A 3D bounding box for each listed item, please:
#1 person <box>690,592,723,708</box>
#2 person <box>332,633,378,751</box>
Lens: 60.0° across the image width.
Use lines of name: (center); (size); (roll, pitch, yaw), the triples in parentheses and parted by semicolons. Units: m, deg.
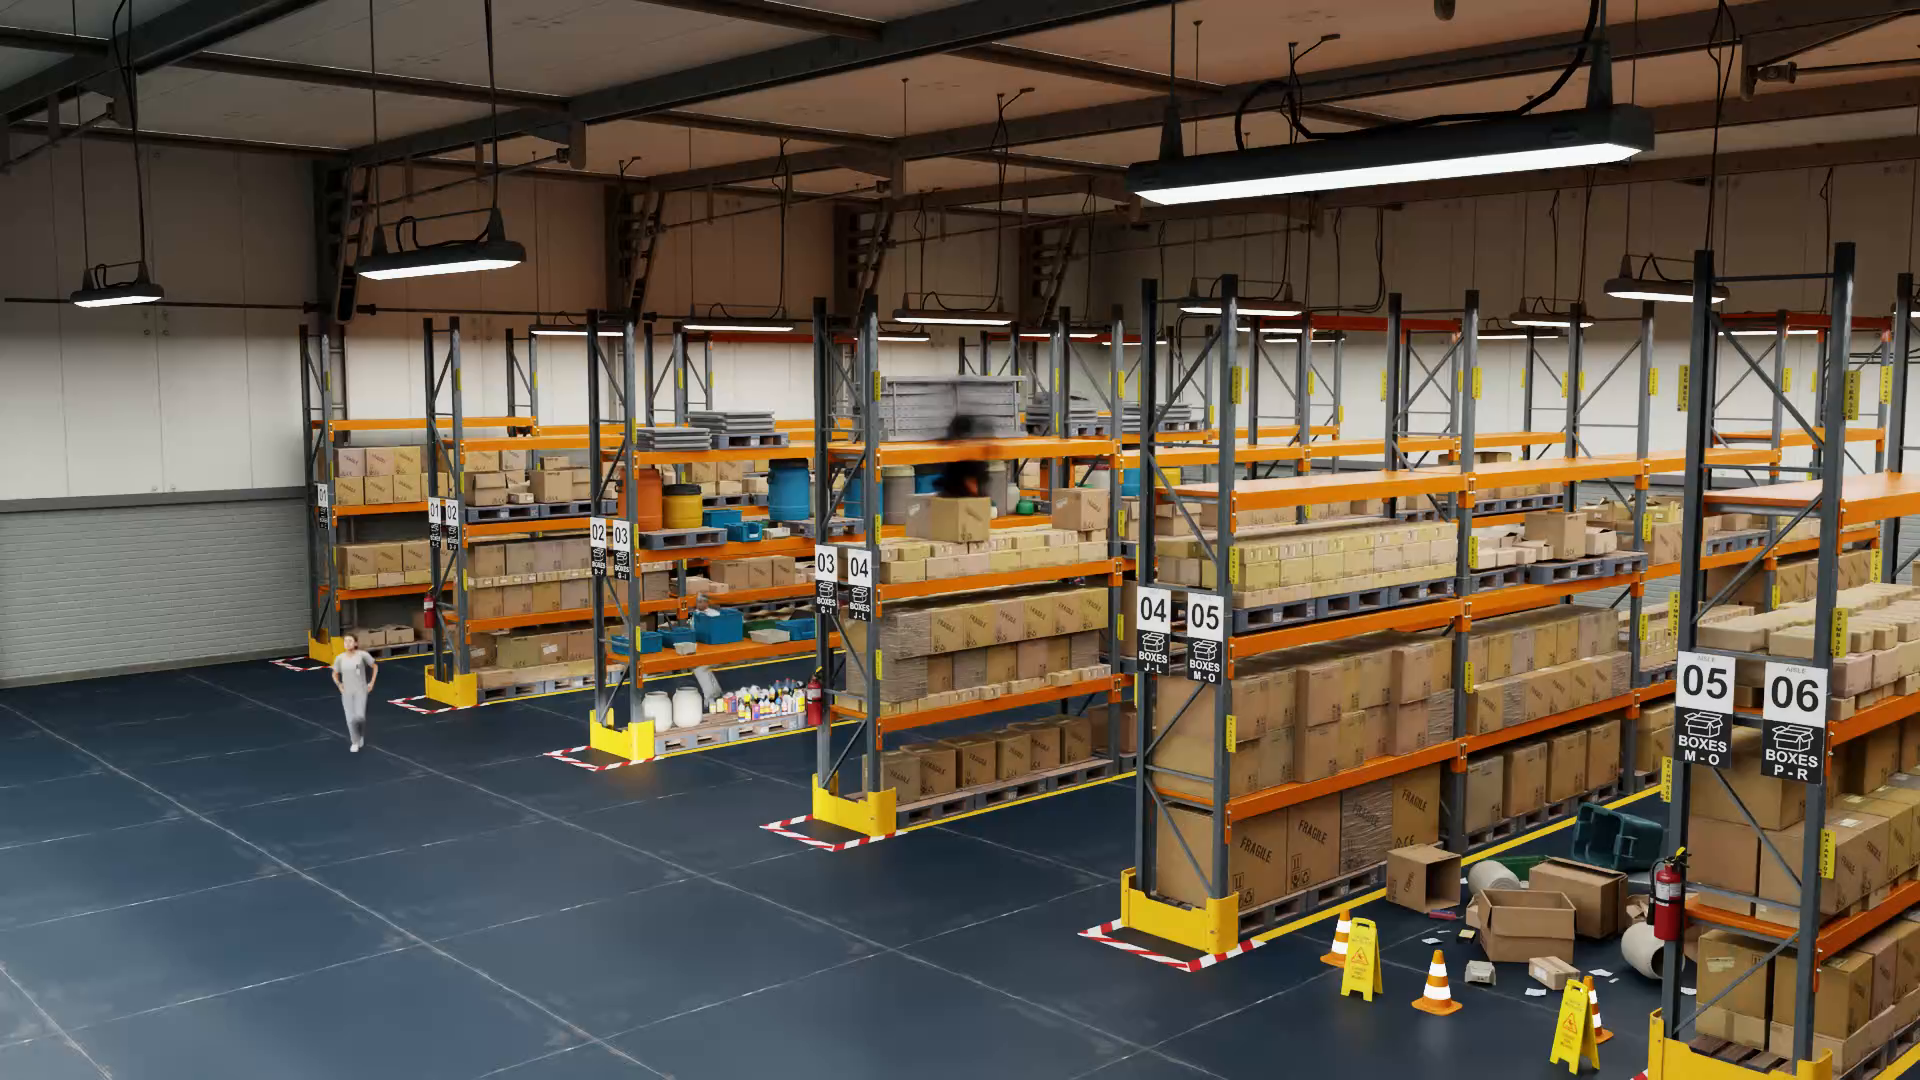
person: (-3.942, 1.716, 25.720); (0.680, 1.852, 0.752); (6, 8, 44)
person: (-8.230, 2.119, 22.593); (0.578, 1.537, 0.532); (-1, 6, -11)
